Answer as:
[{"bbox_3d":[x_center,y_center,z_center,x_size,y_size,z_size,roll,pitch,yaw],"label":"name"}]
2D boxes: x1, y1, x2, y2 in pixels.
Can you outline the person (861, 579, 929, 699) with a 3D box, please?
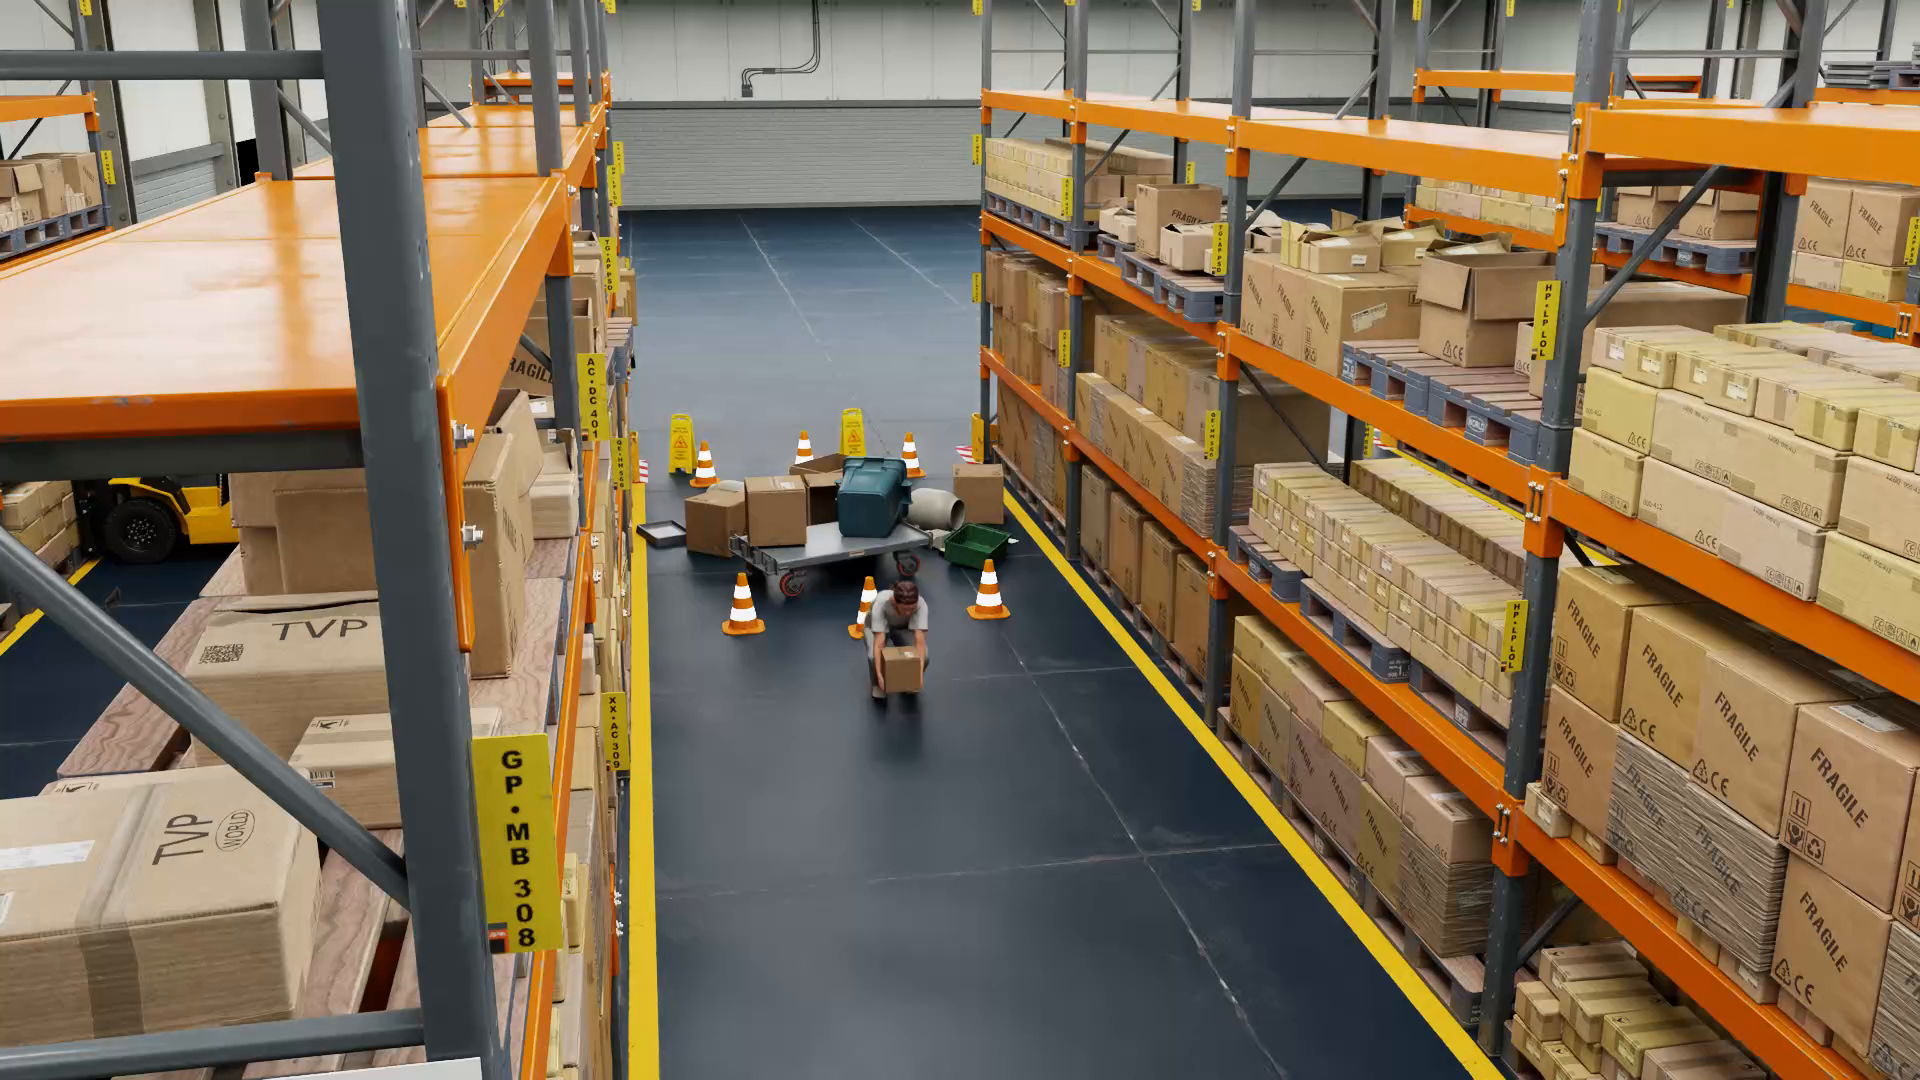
[{"bbox_3d":[-0.464,0.684,12.009,0.456,0.956,0.802,-3,17,-12],"label":"person"}]
